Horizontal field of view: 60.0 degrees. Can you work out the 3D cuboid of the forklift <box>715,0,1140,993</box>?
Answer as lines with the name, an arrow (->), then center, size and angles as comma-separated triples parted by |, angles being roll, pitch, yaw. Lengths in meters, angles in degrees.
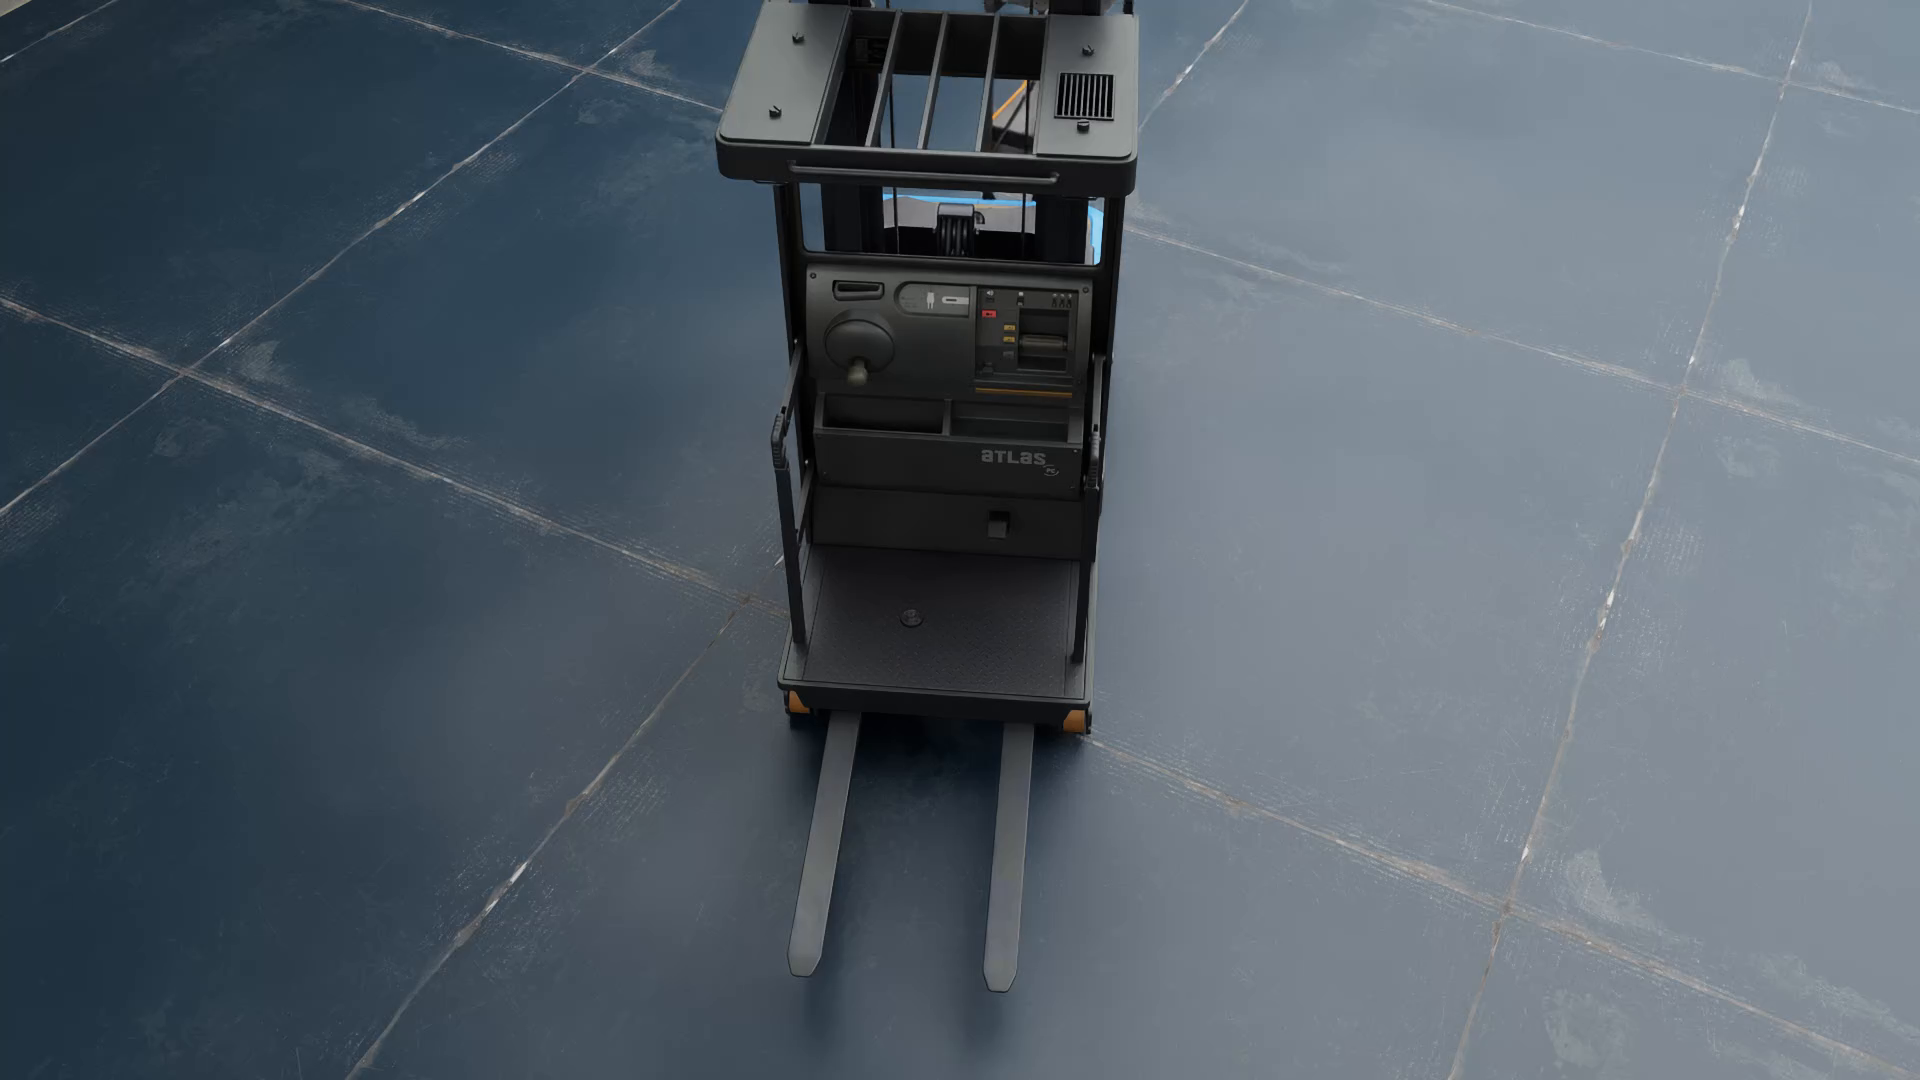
forklift -> -0.055, -0.587, 5.270 | 1.130, 2.935, 3.031 | 4, 45, 4

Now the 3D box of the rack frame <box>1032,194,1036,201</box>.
rack frame -> 0.500, -1.745, 6.999 | 0.400, 2.100, 0.015 | 21, 49, 19

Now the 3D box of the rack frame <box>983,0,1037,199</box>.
rack frame -> 0.273, -1.438, 6.695 | 0.400, 2.100, 0.015 | 21, 49, 19

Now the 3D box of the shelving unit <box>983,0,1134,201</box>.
shelving unit -> 0.387, -1.592, 6.847 | 0.431, 2.100, 0.503 | 21, 49, 19

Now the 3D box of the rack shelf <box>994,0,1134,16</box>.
rack shelf -> 0.387, -2.074, 6.359 | 0.431, 0.518, 0.480 | 21, 49, 19

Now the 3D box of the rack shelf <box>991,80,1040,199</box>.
rack shelf -> 0.387, -1.582, 6.856 | 0.431, 0.518, 0.480 | 21, 49, 19
